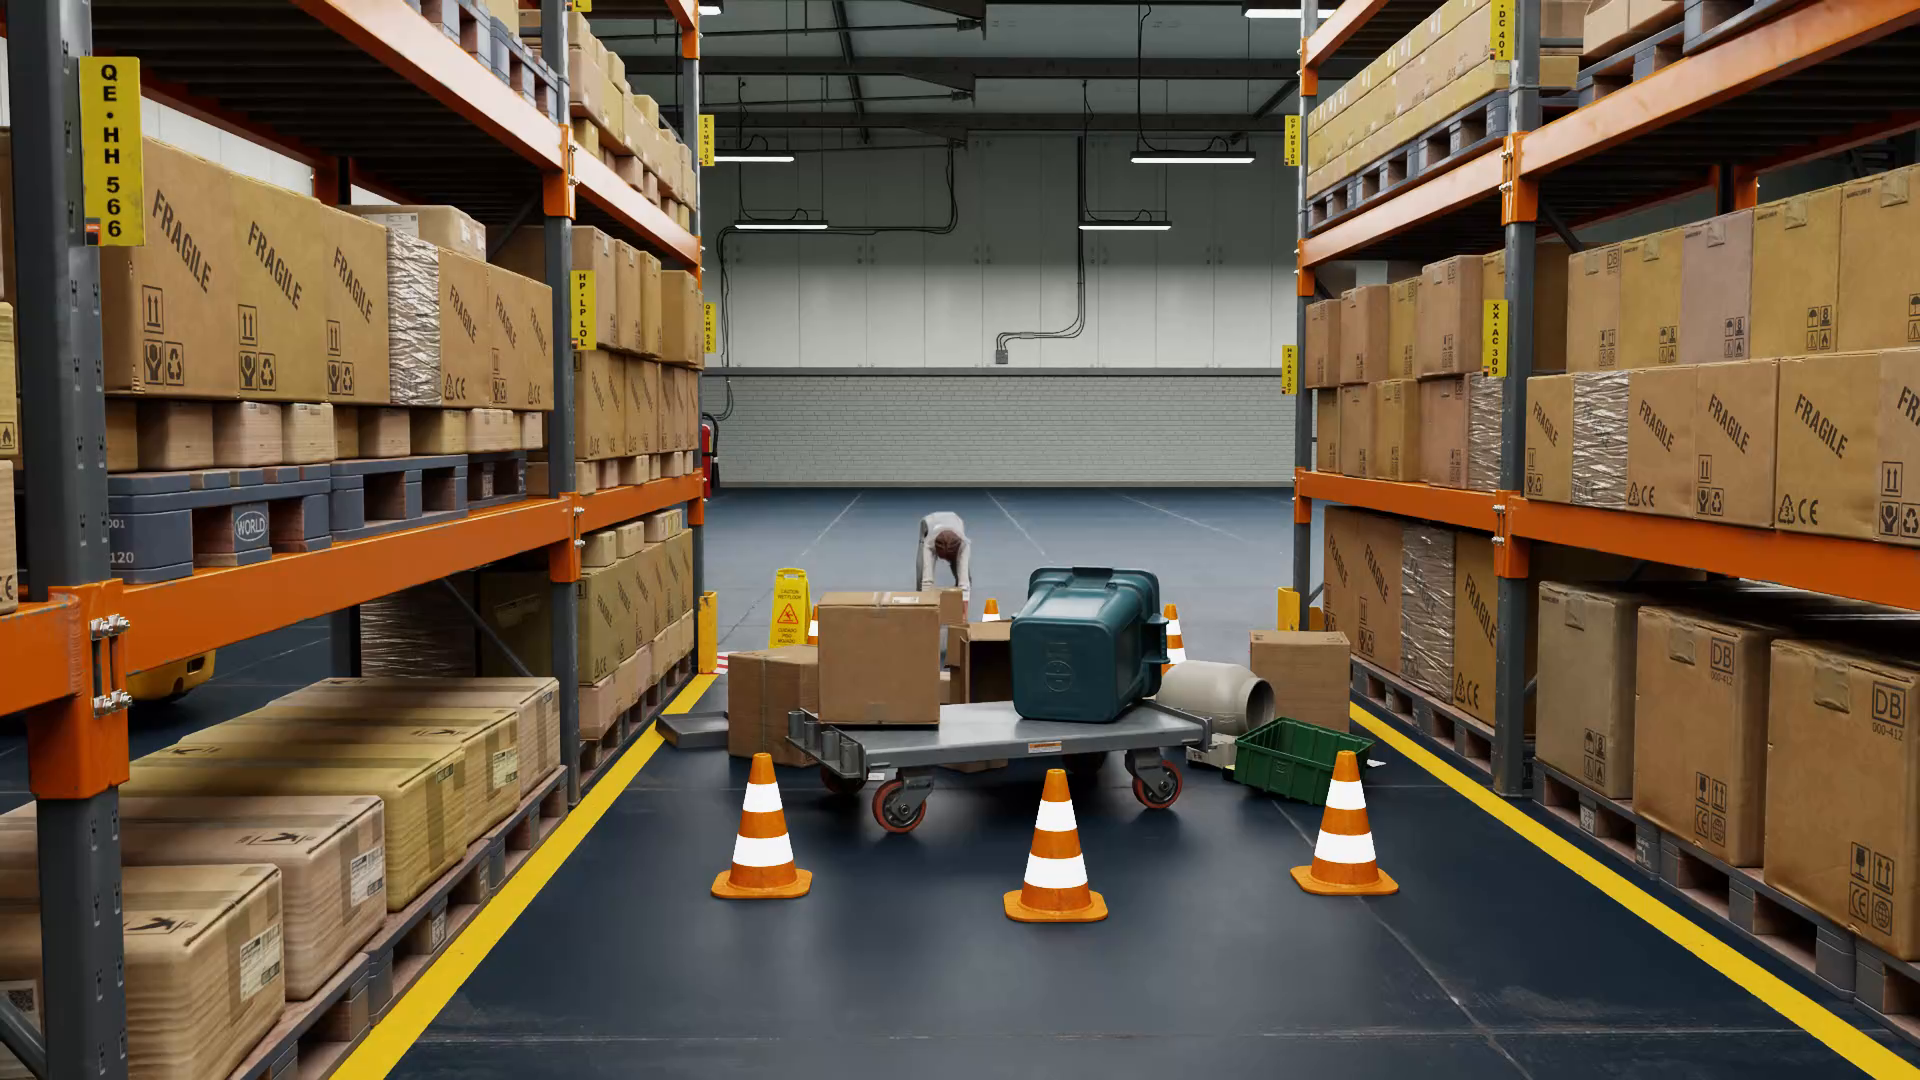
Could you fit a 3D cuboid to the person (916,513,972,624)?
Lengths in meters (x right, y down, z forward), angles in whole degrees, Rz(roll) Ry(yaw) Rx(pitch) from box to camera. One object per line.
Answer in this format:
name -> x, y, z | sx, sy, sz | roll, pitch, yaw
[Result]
person -> -0.112, 0.285, 12.238 | 0.409, 0.959, 0.868 | 0, 4, -4
